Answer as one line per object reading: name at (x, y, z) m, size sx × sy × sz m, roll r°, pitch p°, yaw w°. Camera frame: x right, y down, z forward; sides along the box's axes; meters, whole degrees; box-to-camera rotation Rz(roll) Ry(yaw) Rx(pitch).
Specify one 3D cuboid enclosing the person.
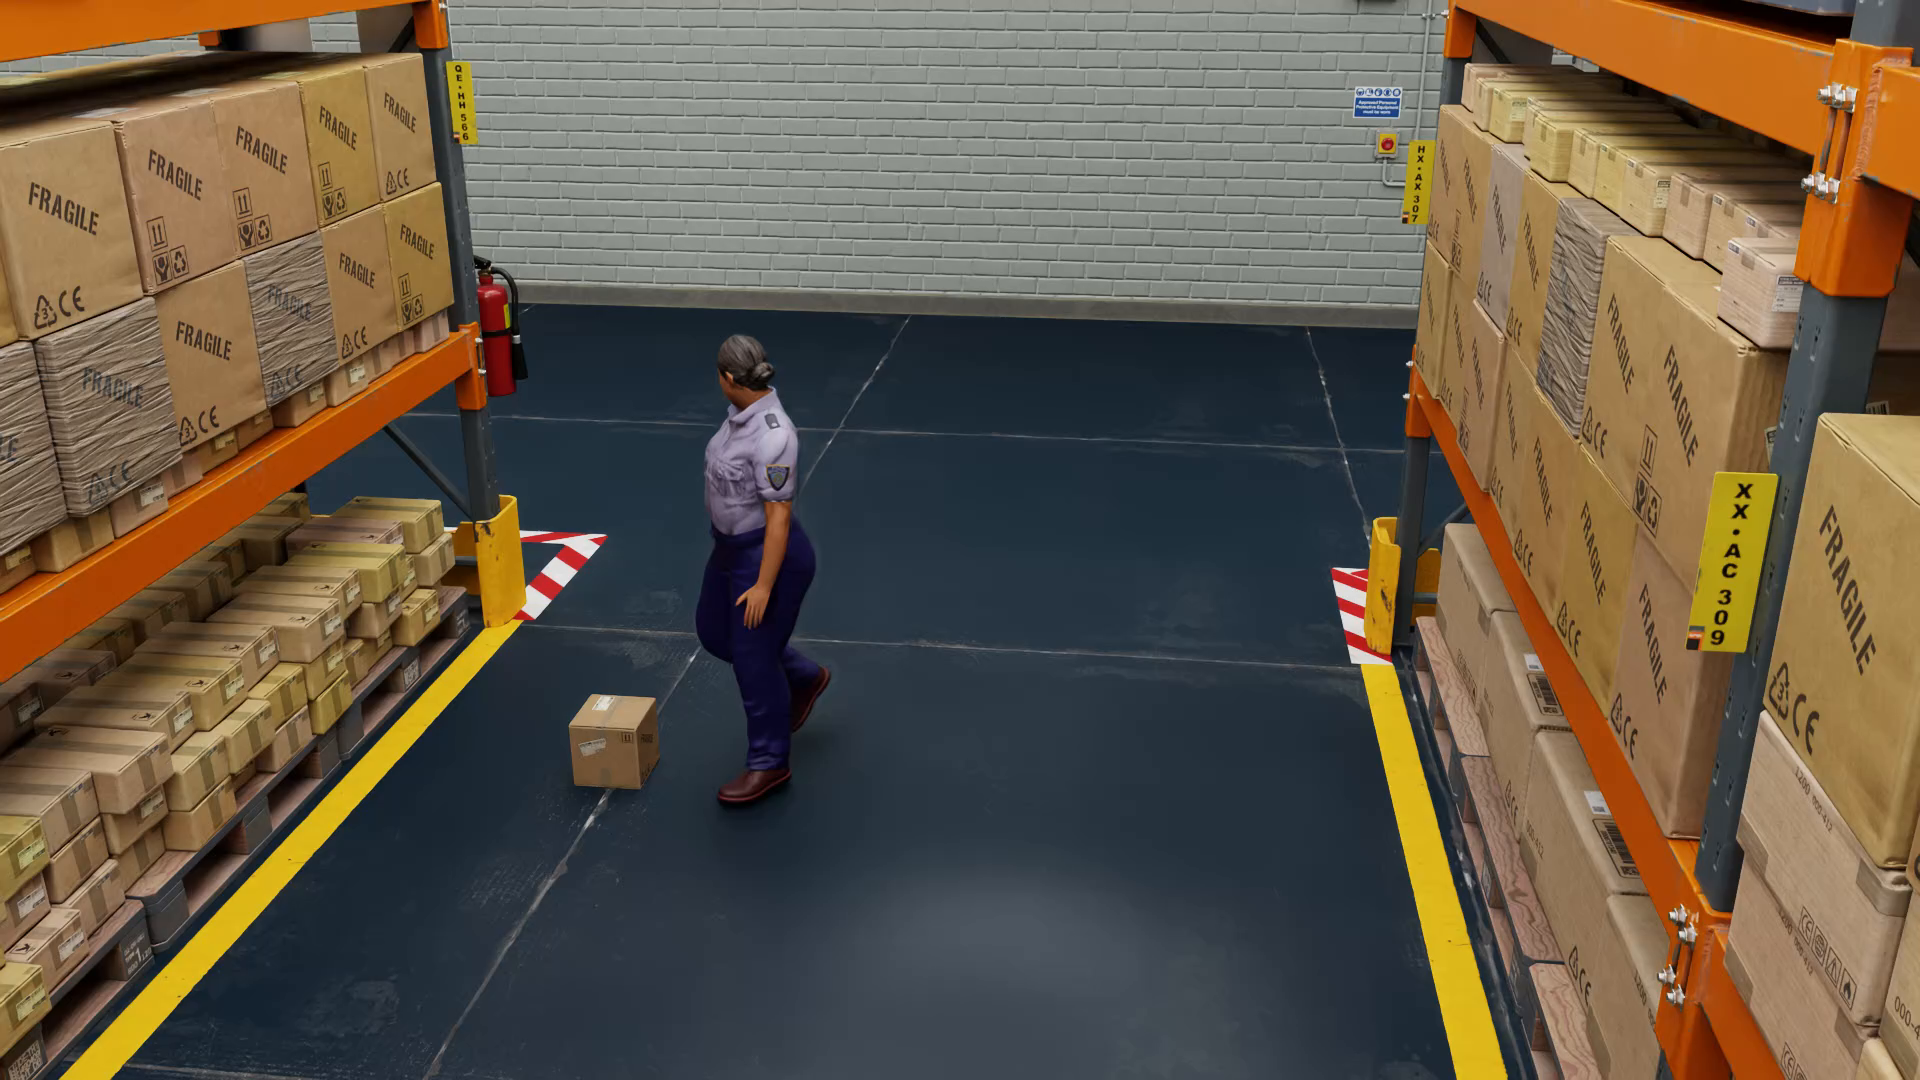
person at (-0.676, 0.077, 5.869) m, size 0.556 × 1.645 × 0.525 m, roll -10°, pitch 23°, yaw -23°
